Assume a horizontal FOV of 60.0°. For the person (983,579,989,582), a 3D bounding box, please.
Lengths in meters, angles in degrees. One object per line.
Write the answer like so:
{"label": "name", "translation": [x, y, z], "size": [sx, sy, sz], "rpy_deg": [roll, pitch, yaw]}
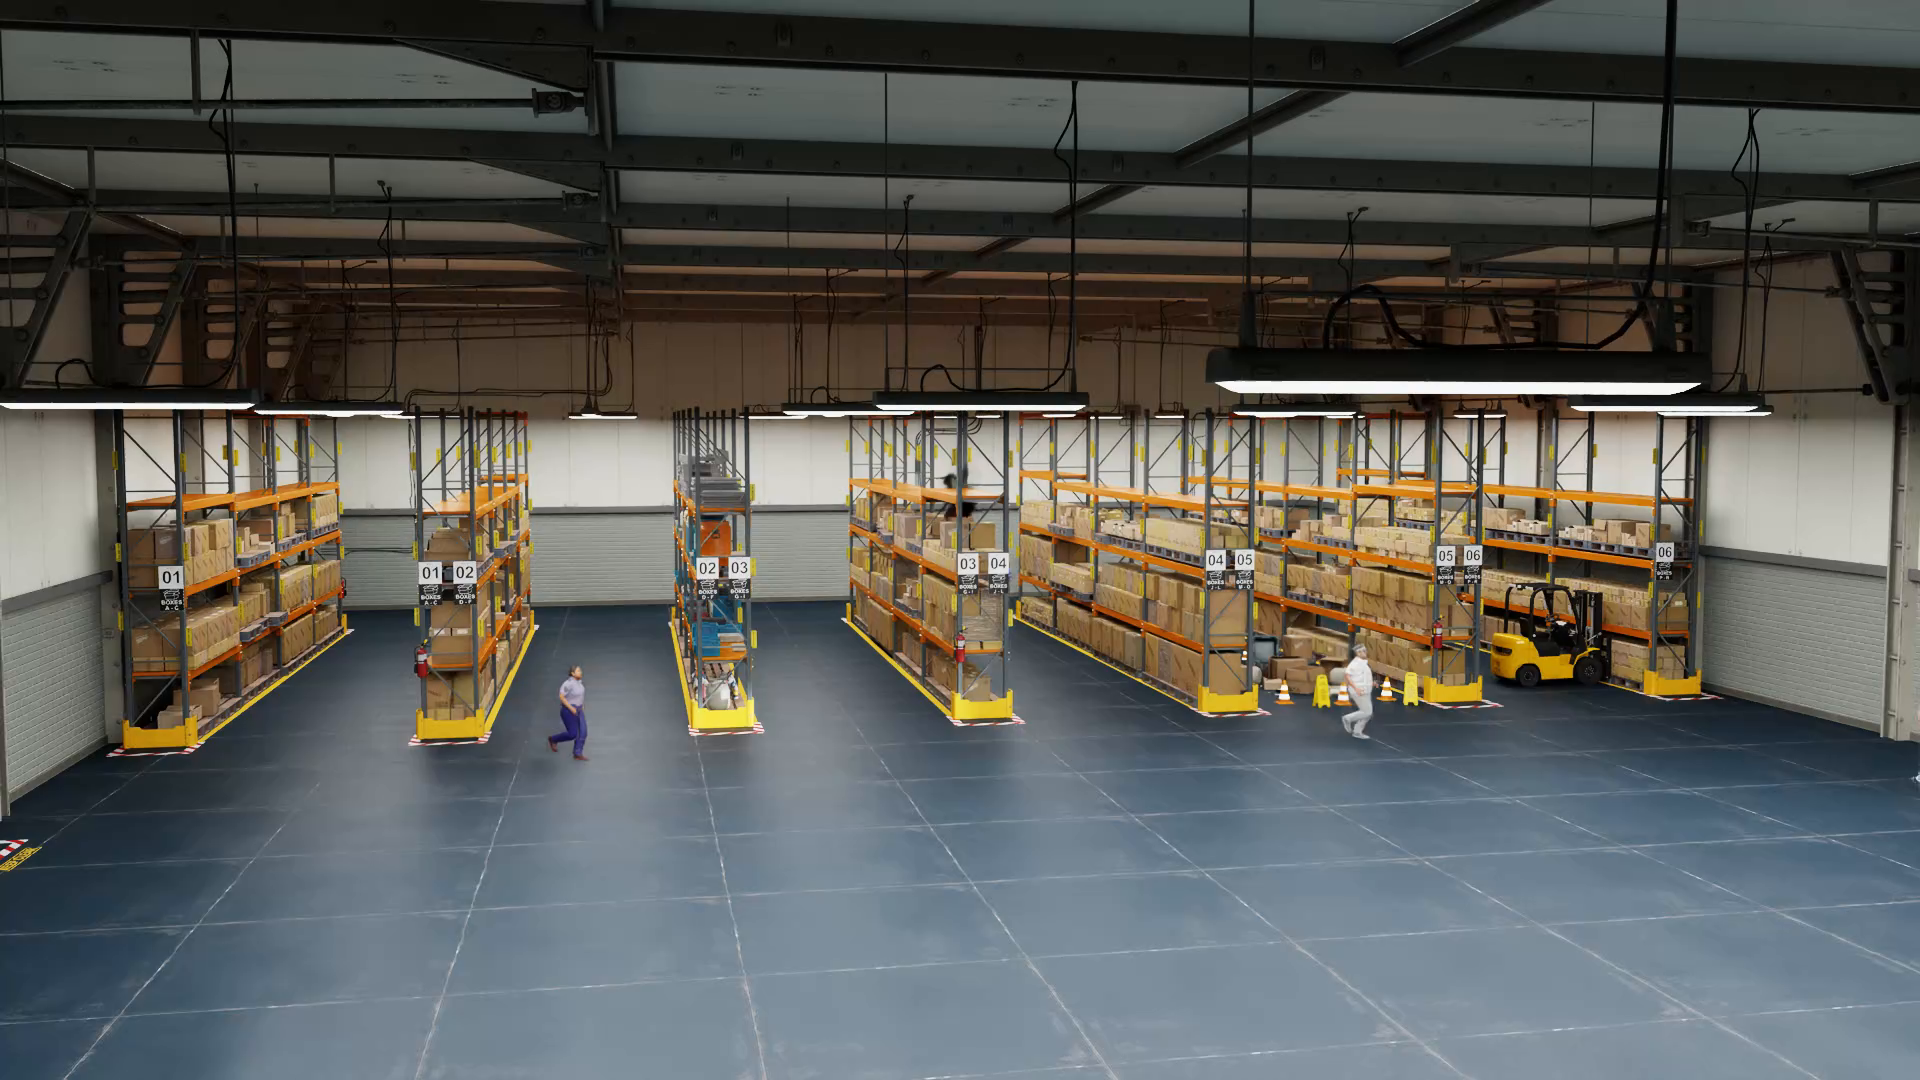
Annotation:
{"label": "person", "translation": [0.452, 1.413, 48.464], "size": [0.686, 1.675, 0.923], "rpy_deg": [3, 5, 40]}

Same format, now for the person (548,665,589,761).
{"label": "person", "translation": [-6.615, 2.928, 28.207], "size": [0.723, 1.627, 0.615], "rpy_deg": [1, 4, 13]}

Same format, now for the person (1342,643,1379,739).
{"label": "person", "translation": [7.241, 2.724, 30.038], "size": [0.598, 1.741, 0.672], "rpy_deg": [2, 5, 31]}
